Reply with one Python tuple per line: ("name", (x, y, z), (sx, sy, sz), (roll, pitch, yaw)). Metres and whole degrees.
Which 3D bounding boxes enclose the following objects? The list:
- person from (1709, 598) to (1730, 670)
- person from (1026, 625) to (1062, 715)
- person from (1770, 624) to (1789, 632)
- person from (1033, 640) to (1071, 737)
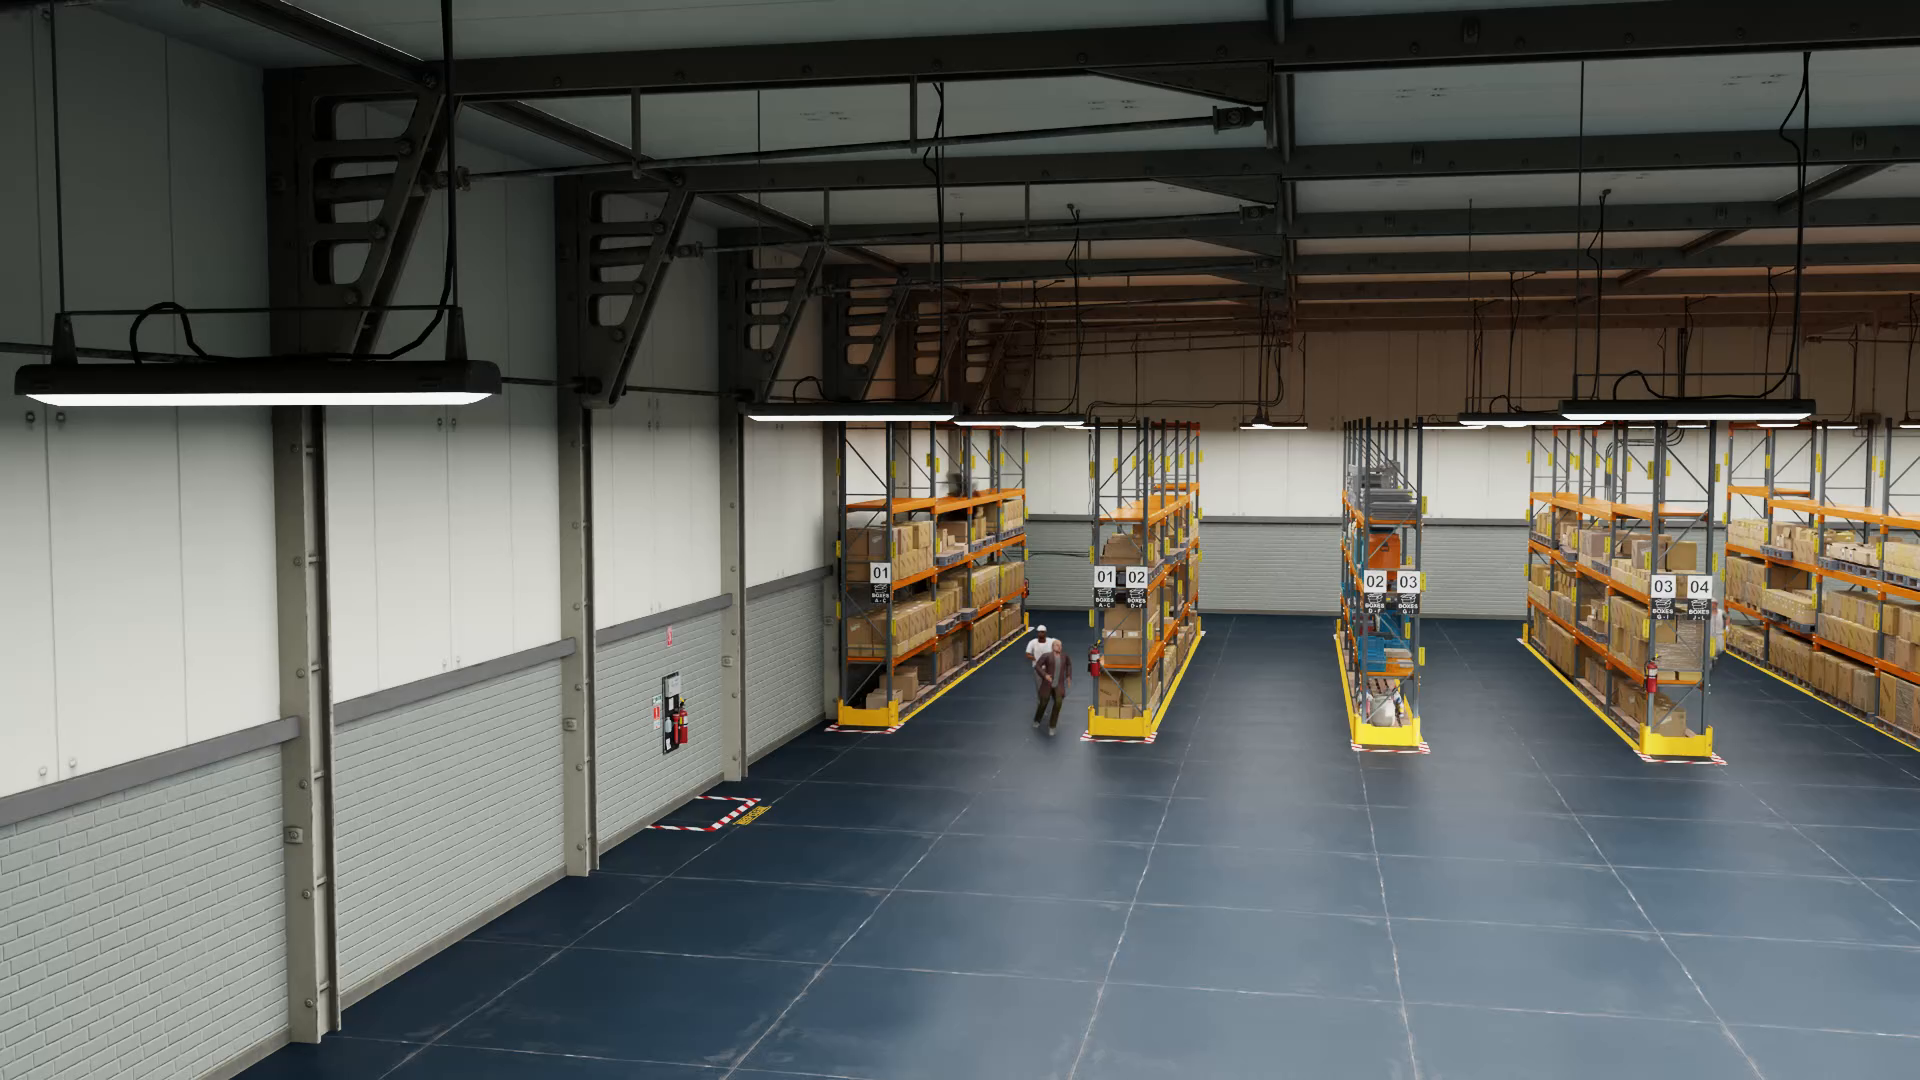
("person", (18.077, 2.266, 39.807), (0.685, 1.737, 0.694), (1, 4, 17))
("person", (1.700, 2.642, 34.059), (0.704, 1.793, 0.889), (1, 4, 11))
("person", (22.234, 1.916, 45.255), (0.793, 1.845, 0.675), (1, 4, 8))
("person", (1.790, 2.797, 31.692), (0.767, 1.808, 0.854), (-1, 4, -10))
